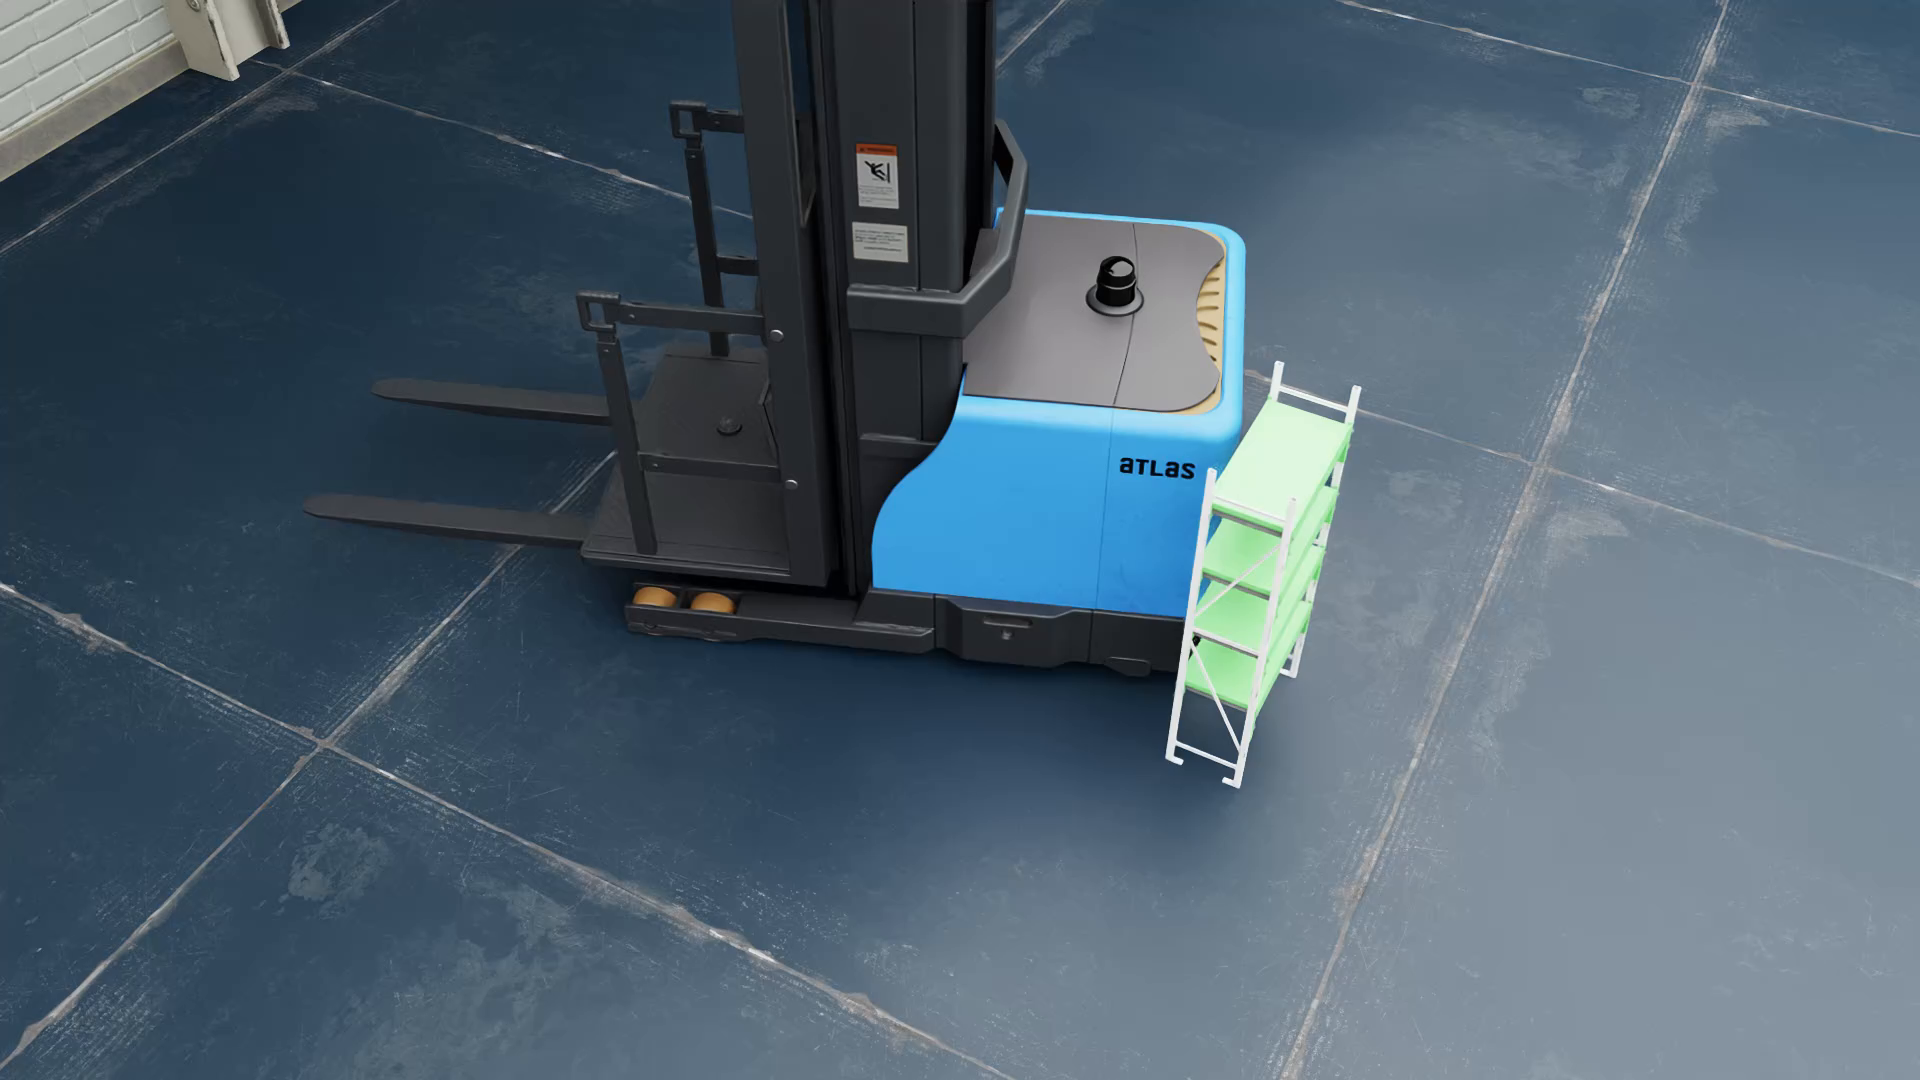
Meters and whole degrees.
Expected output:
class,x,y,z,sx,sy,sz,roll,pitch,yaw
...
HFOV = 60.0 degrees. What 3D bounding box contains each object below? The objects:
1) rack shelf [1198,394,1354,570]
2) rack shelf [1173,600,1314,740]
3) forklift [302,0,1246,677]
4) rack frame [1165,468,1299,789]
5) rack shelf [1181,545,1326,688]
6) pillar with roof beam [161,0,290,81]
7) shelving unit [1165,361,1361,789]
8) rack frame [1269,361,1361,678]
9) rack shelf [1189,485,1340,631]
class,x,y,z,sx,sy,sz,roll,pitch,yaw
rack shelf,0.854,-0.163,4.482,0.258,0.148,0.480,21,49,19
rack shelf,0.853,0.343,4.994,0.258,0.148,0.480,21,49,19
forklift,-0.651,-1.067,4.744,3.031,2.935,1.130,5,46,5
rack frame,0.739,0.283,4.627,0.240,1.200,0.015,21,49,19
rack shelf,0.853,0.174,4.824,0.258,0.148,0.480,21,49,19
pillar with roof beam,0.307,-4.097,3.473,9.100,9.000,0.400,20,49,19
shelving unit,0.853,0.129,4.778,0.258,1.200,0.503,21,49,19
rack frame,0.968,-0.024,4.930,0.240,1.200,0.015,21,49,19
rack shelf,0.854,0.006,4.653,0.258,0.148,0.480,21,49,19
